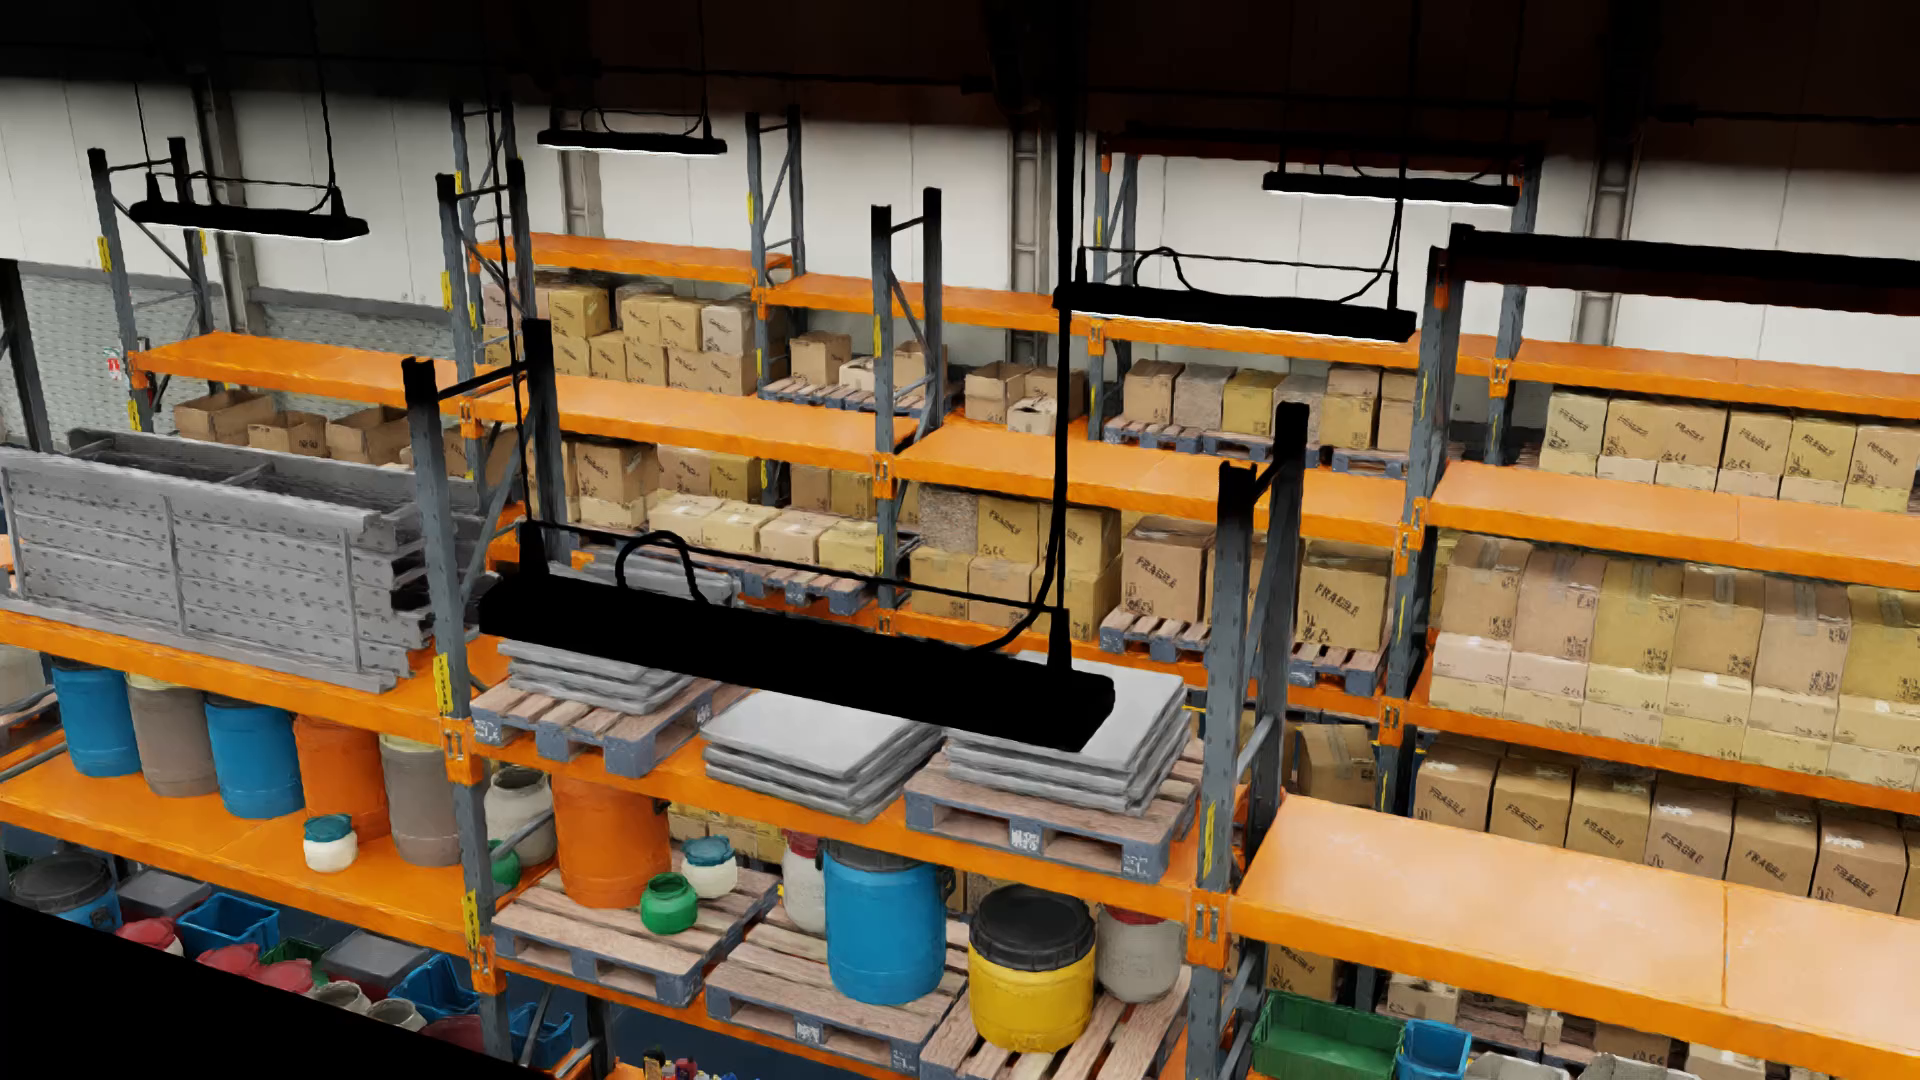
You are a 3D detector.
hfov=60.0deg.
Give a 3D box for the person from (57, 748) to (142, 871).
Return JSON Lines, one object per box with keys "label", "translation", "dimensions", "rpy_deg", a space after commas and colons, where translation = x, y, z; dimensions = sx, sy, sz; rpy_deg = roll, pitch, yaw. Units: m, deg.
{"label": "person", "translation": [-7.450, 2.352, 14.223], "dimensions": [1.038, 1.514, 0.419], "rpy_deg": [8, 22, 20]}
